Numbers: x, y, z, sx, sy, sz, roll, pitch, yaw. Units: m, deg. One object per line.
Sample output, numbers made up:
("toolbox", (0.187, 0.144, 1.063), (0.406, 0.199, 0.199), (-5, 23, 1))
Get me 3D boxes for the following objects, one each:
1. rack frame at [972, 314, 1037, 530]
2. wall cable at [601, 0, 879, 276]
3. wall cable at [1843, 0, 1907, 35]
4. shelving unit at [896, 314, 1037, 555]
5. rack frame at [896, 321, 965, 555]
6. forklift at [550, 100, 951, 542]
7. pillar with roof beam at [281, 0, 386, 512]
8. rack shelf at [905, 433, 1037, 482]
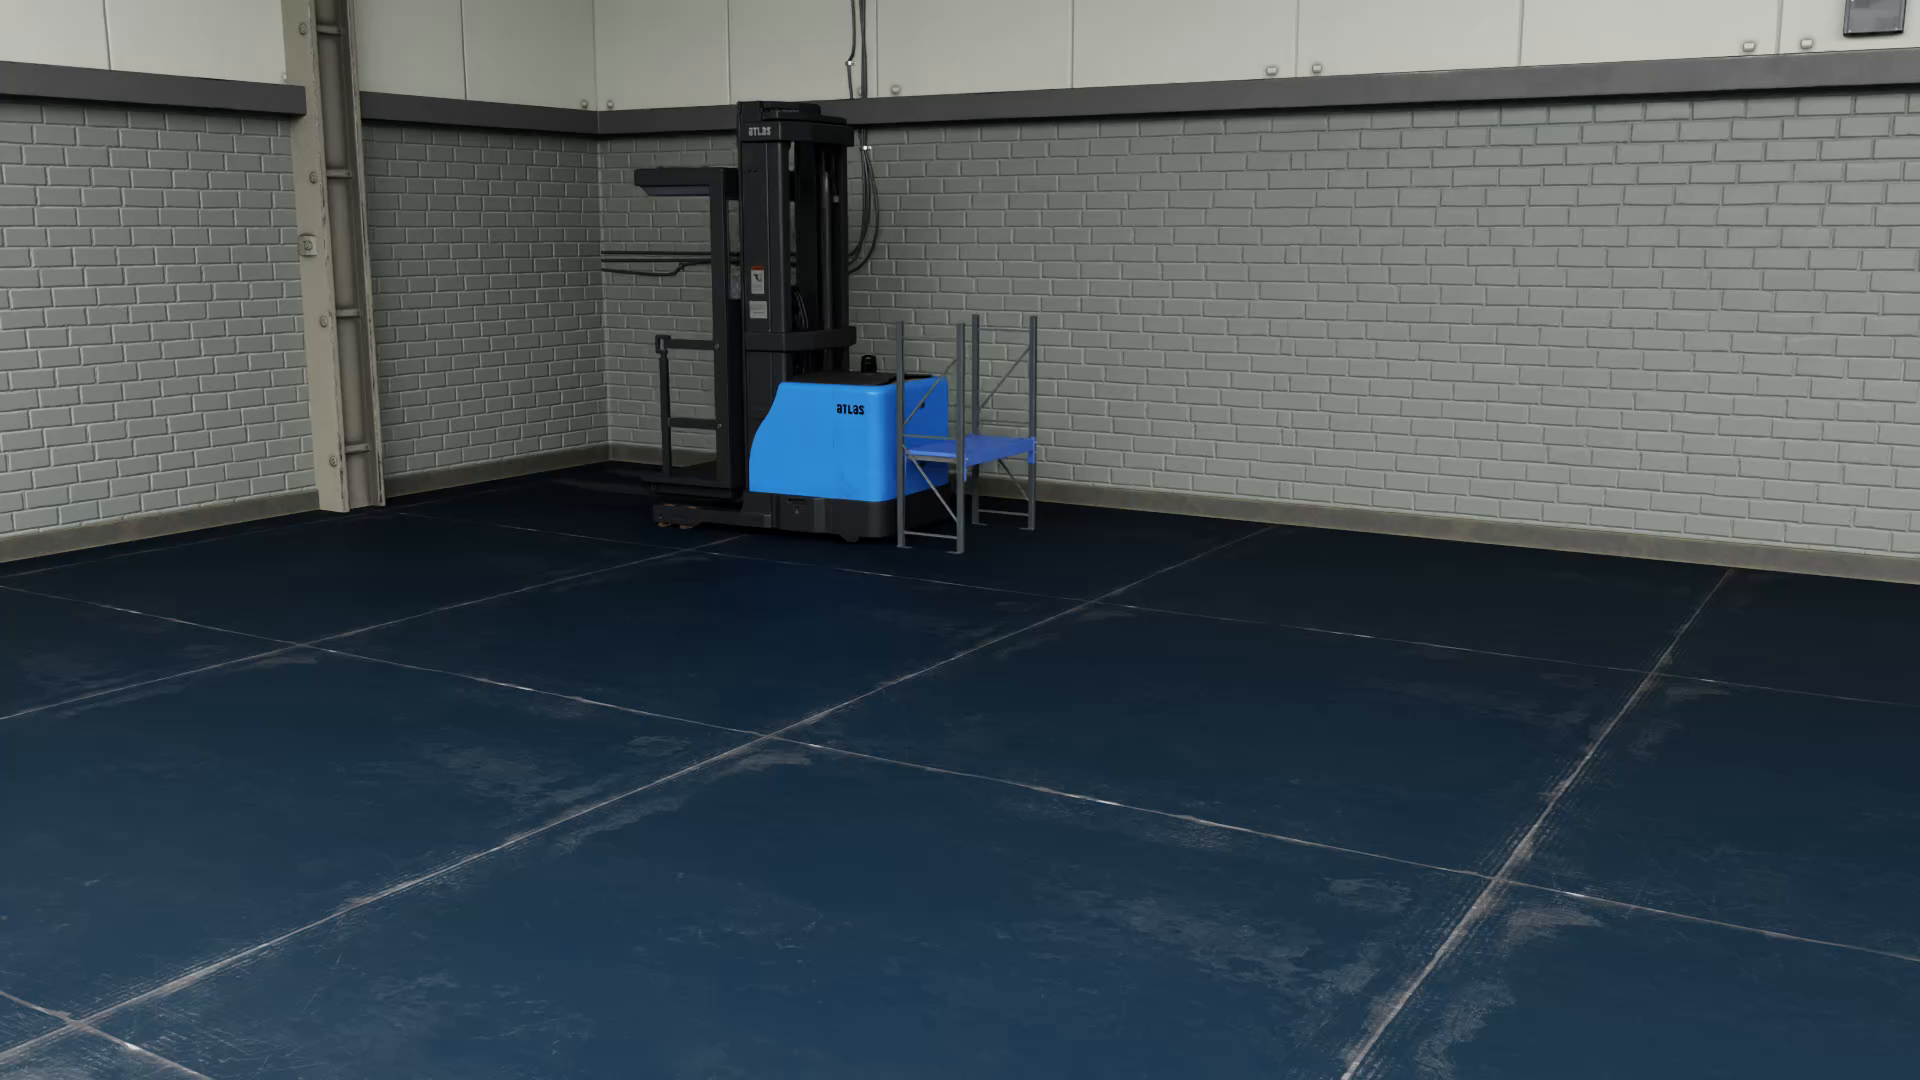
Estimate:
("rack frame", (0.309, -0.830, 11.728), (0.500, 1.500, 0.032), (6, 12, 29))
("wall cable", (-1.991, -3.486, 13.974), (3.097, 2.526, 0.112), (6, 12, 31))
("wall cable", (6.115, -5.775, 8.518), (2.305, 6.003, 0.169), (6, 12, 31))
("shelving unit", (0.058, -0.749, 11.293), (0.538, 1.500, 1.048), (6, 12, 29))
("rack frame", (-0.193, -0.668, 10.859), (0.500, 1.500, 0.032), (6, 12, 29))
("forklift", (-1.610, -1.594, 11.918), (3.031, 2.935, 1.130), (6, 12, 28))
("pillar with roof beam", (-0.971, -4.264, 9.692), (9.100, 9.000, 0.400), (6, 12, 31))
("rack shelf", (0.058, -0.572, 11.327), (0.538, 0.185, 1.000), (6, 12, 29))
